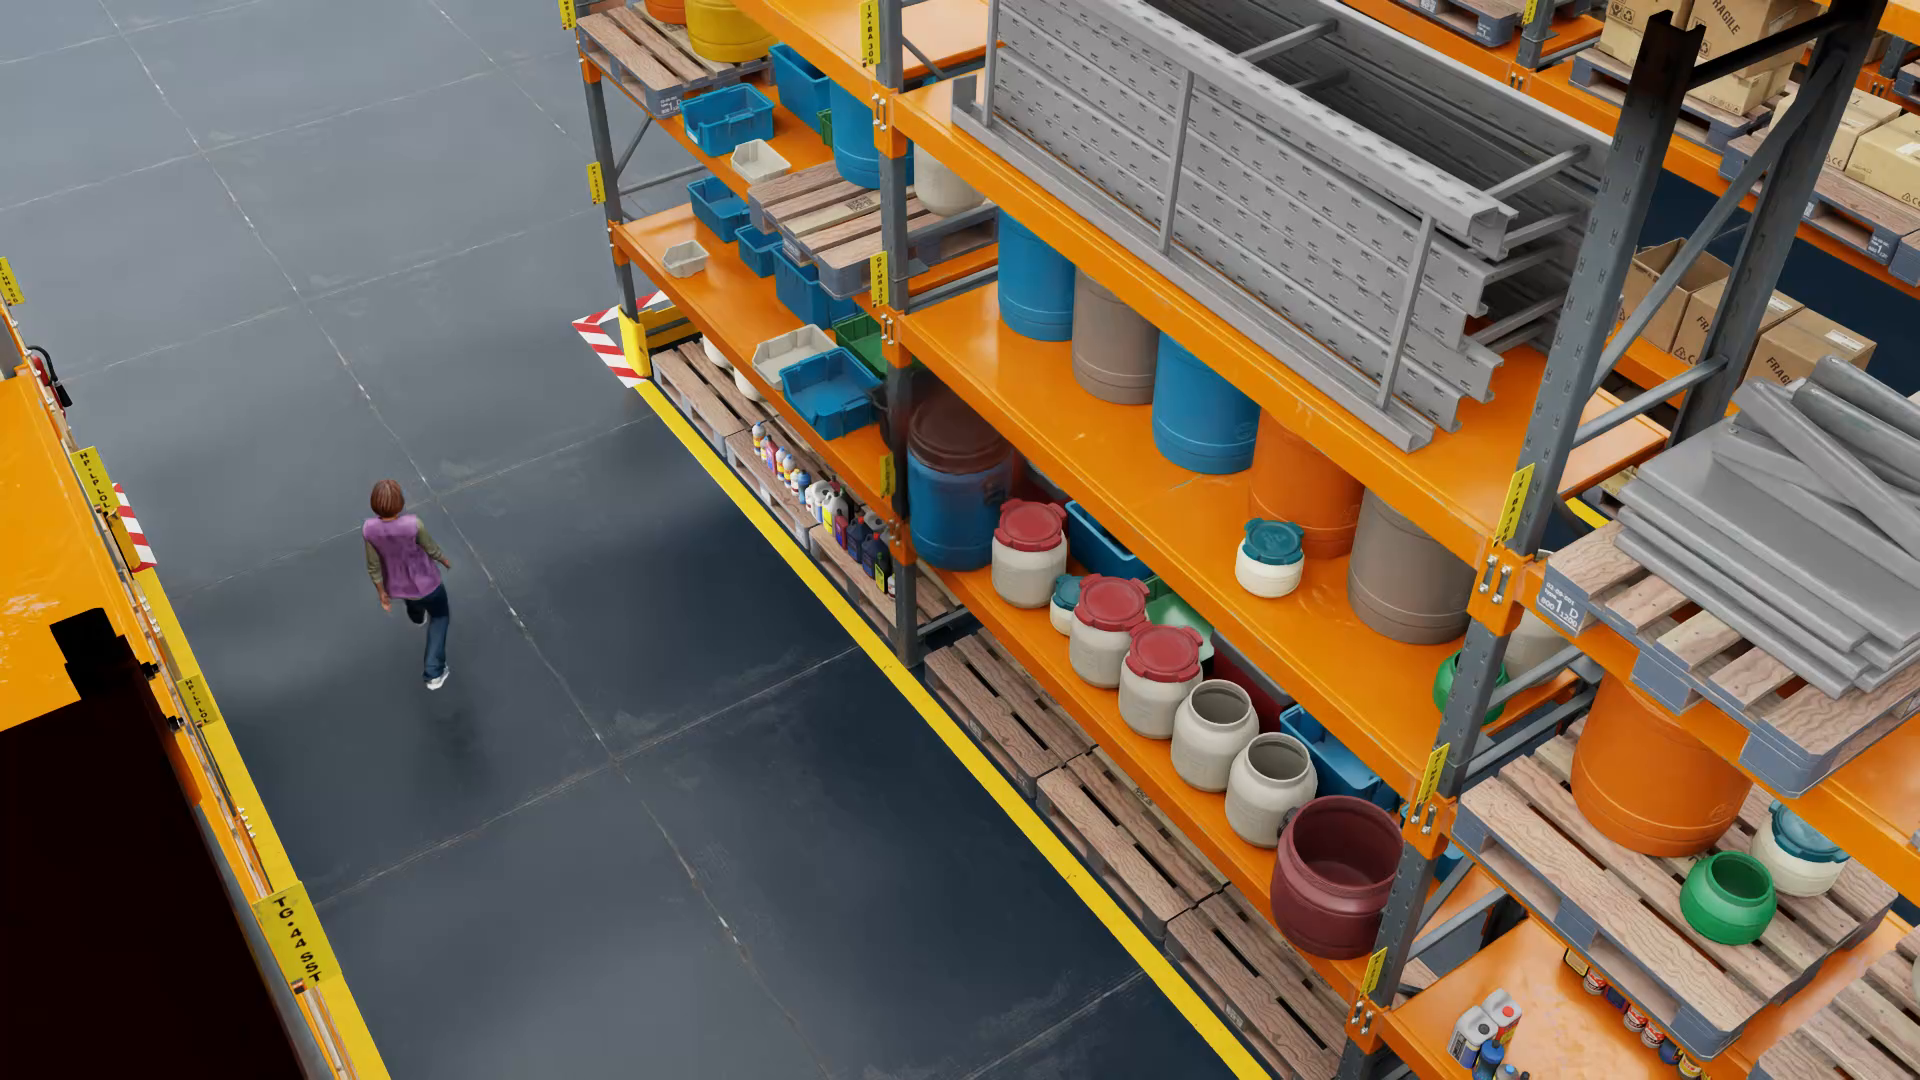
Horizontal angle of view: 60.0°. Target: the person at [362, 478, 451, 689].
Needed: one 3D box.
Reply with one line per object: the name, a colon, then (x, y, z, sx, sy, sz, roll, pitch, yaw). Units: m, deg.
person: (-3.364, 0.188, 10.163, 0.425, 1.374, 0.819, 2, 43, 2)
